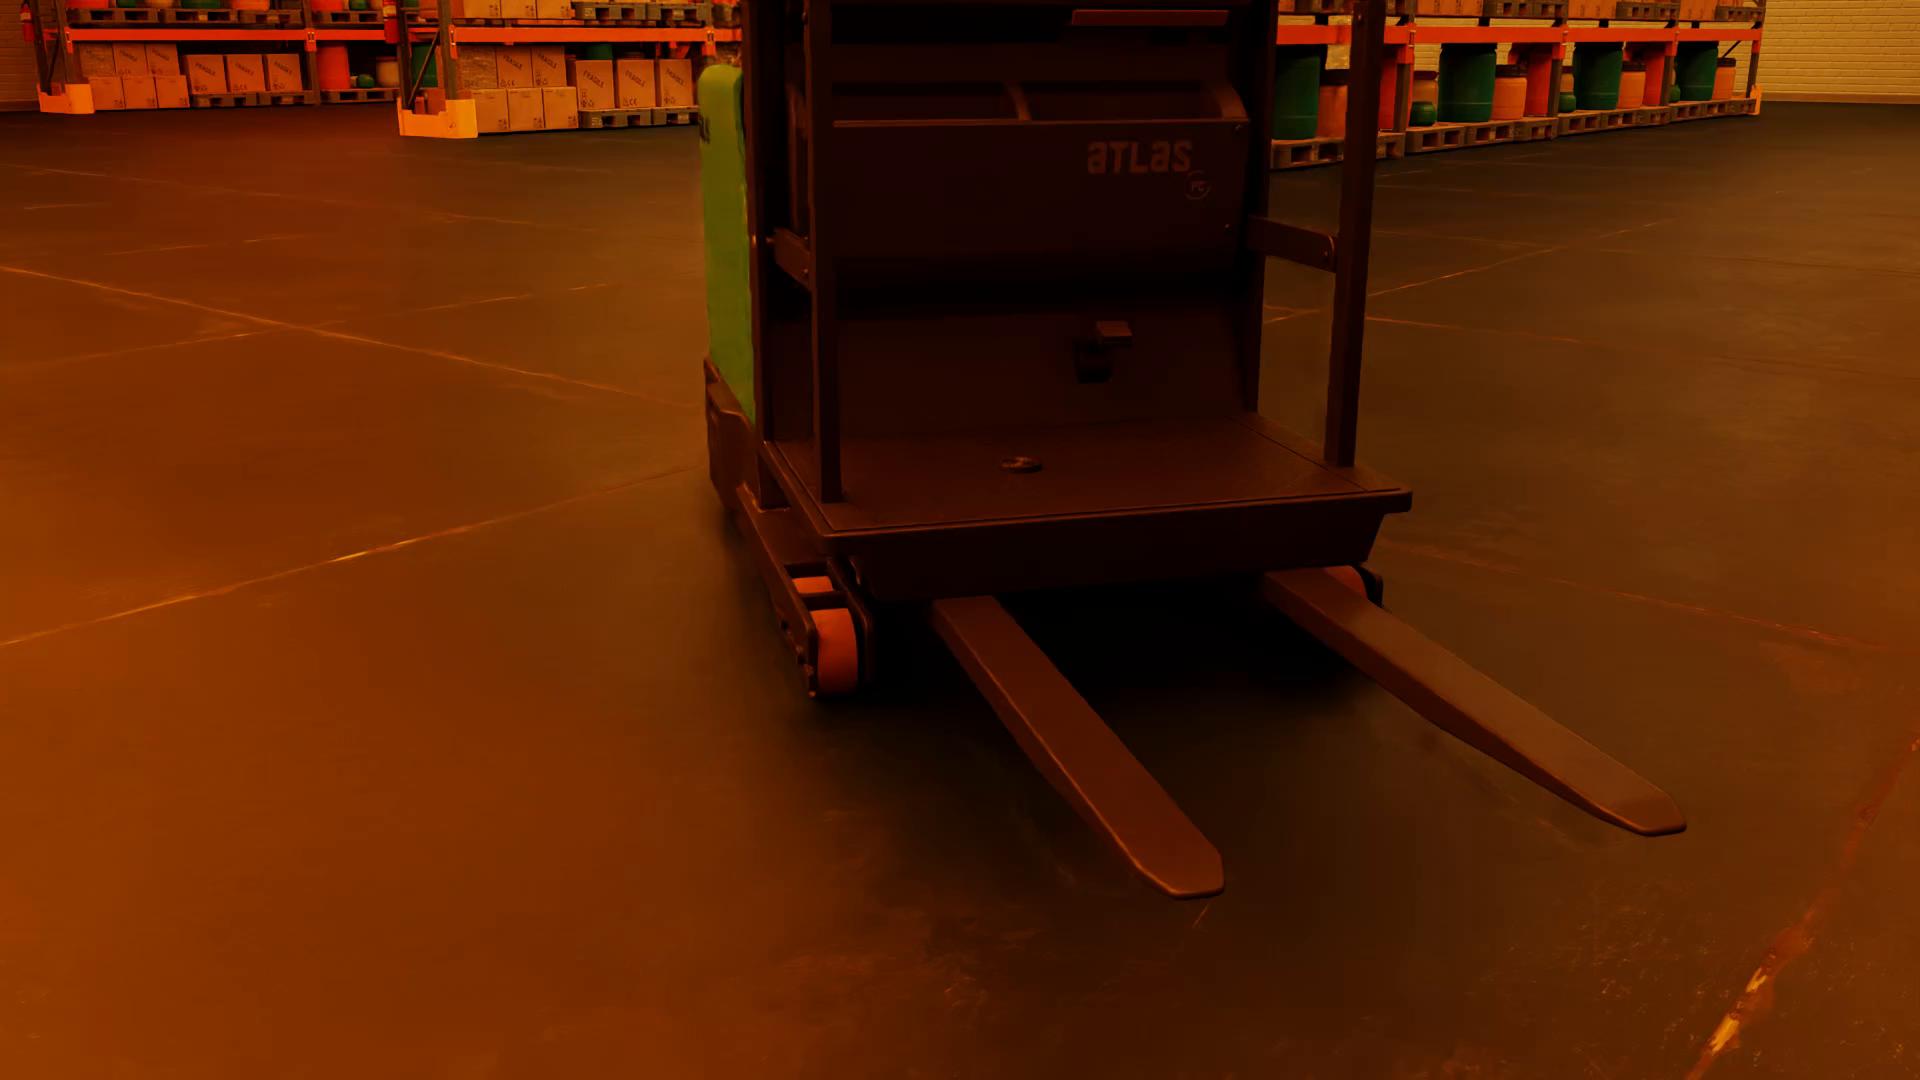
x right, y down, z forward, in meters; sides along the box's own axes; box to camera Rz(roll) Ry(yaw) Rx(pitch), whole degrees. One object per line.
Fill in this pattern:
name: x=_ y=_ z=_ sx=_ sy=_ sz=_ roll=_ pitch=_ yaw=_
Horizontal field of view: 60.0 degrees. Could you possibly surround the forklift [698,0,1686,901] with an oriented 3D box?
forklift: x=0.177 y=-1.240 z=2.981 sx=1.130 sy=2.935 sz=3.031 roll=-4 pitch=17 yaw=-14
